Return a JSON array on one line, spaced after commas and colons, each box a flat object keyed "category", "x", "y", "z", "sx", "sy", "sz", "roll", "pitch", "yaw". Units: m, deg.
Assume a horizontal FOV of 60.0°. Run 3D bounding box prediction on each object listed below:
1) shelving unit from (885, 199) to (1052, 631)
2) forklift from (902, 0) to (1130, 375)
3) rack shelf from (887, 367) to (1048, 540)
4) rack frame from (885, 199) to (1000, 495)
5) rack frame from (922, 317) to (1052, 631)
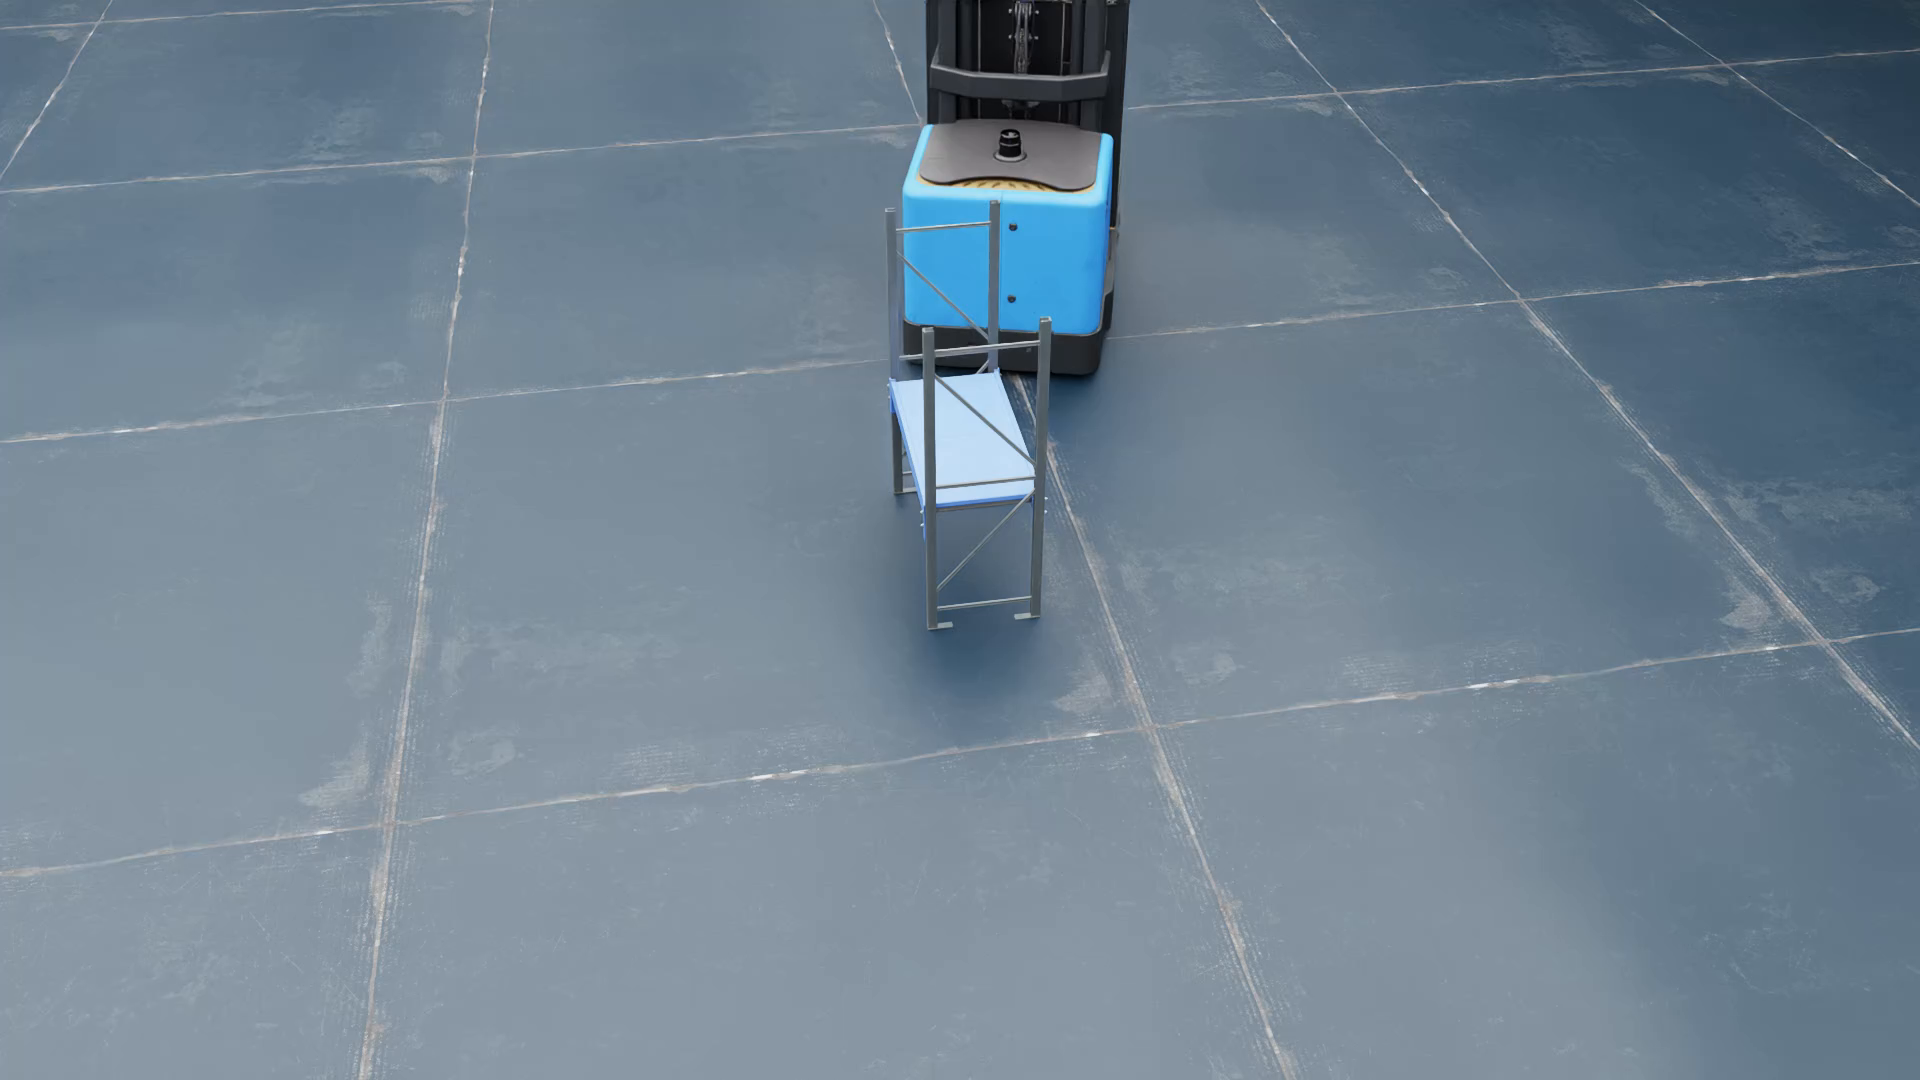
[{"category": "shelving unit", "x": 0.015, "y": -0.541, "z": 7.224, "sx": 0.538, "sy": 1.500, "sz": 1.048, "roll": -6, "pitch": 38, "yaw": -8}, {"category": "forklift", "x": 0.390, "y": -2.924, "z": 9.124, "sx": 1.130, "sy": 2.935, "sz": 3.031, "roll": 4, "pitch": 38, "yaw": 6}, {"category": "rack shelf", "x": 0.015, "y": -0.399, "z": 7.334, "sx": 0.538, "sy": 0.185, "sz": 1.000, "roll": -6, "pitch": 38, "yaw": -8}, {"category": "rack frame", "x": -0.074, "y": -0.848, "z": 7.619, "sx": 0.500, "sy": 1.500, "sz": 0.032, "roll": -6, "pitch": 38, "yaw": -8}, {"category": "rack frame", "x": 0.104, "y": -0.234, "z": 6.828, "sx": 0.500, "sy": 1.500, "sz": 0.032, "roll": -6, "pitch": 38, "yaw": -8}]
